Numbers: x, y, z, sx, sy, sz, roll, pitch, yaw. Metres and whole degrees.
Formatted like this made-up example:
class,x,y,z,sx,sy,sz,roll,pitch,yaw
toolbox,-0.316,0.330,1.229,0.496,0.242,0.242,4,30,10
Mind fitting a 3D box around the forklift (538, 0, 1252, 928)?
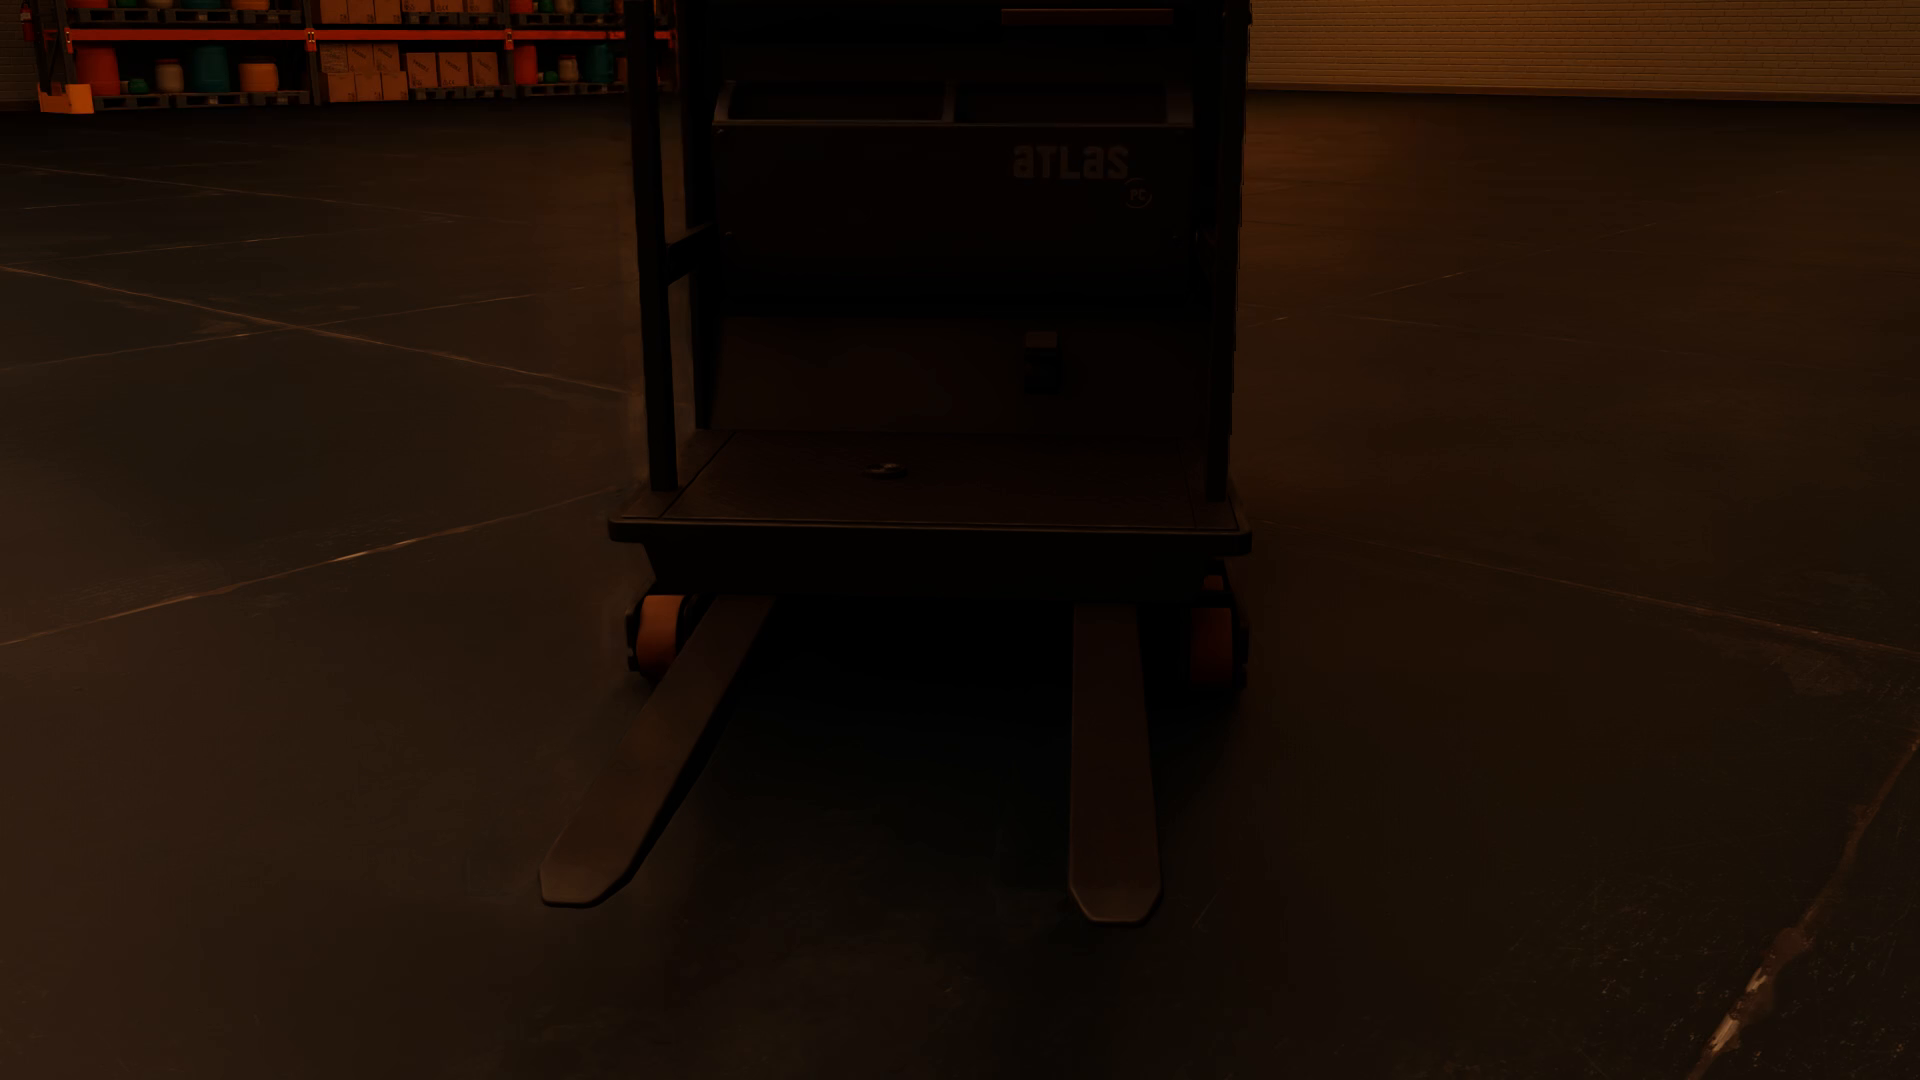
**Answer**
class,x,y,z,sx,sy,sz,roll,pitch,yaw
forklift,-0.025,-1.219,2.910,1.130,2.935,3.031,1,17,4
